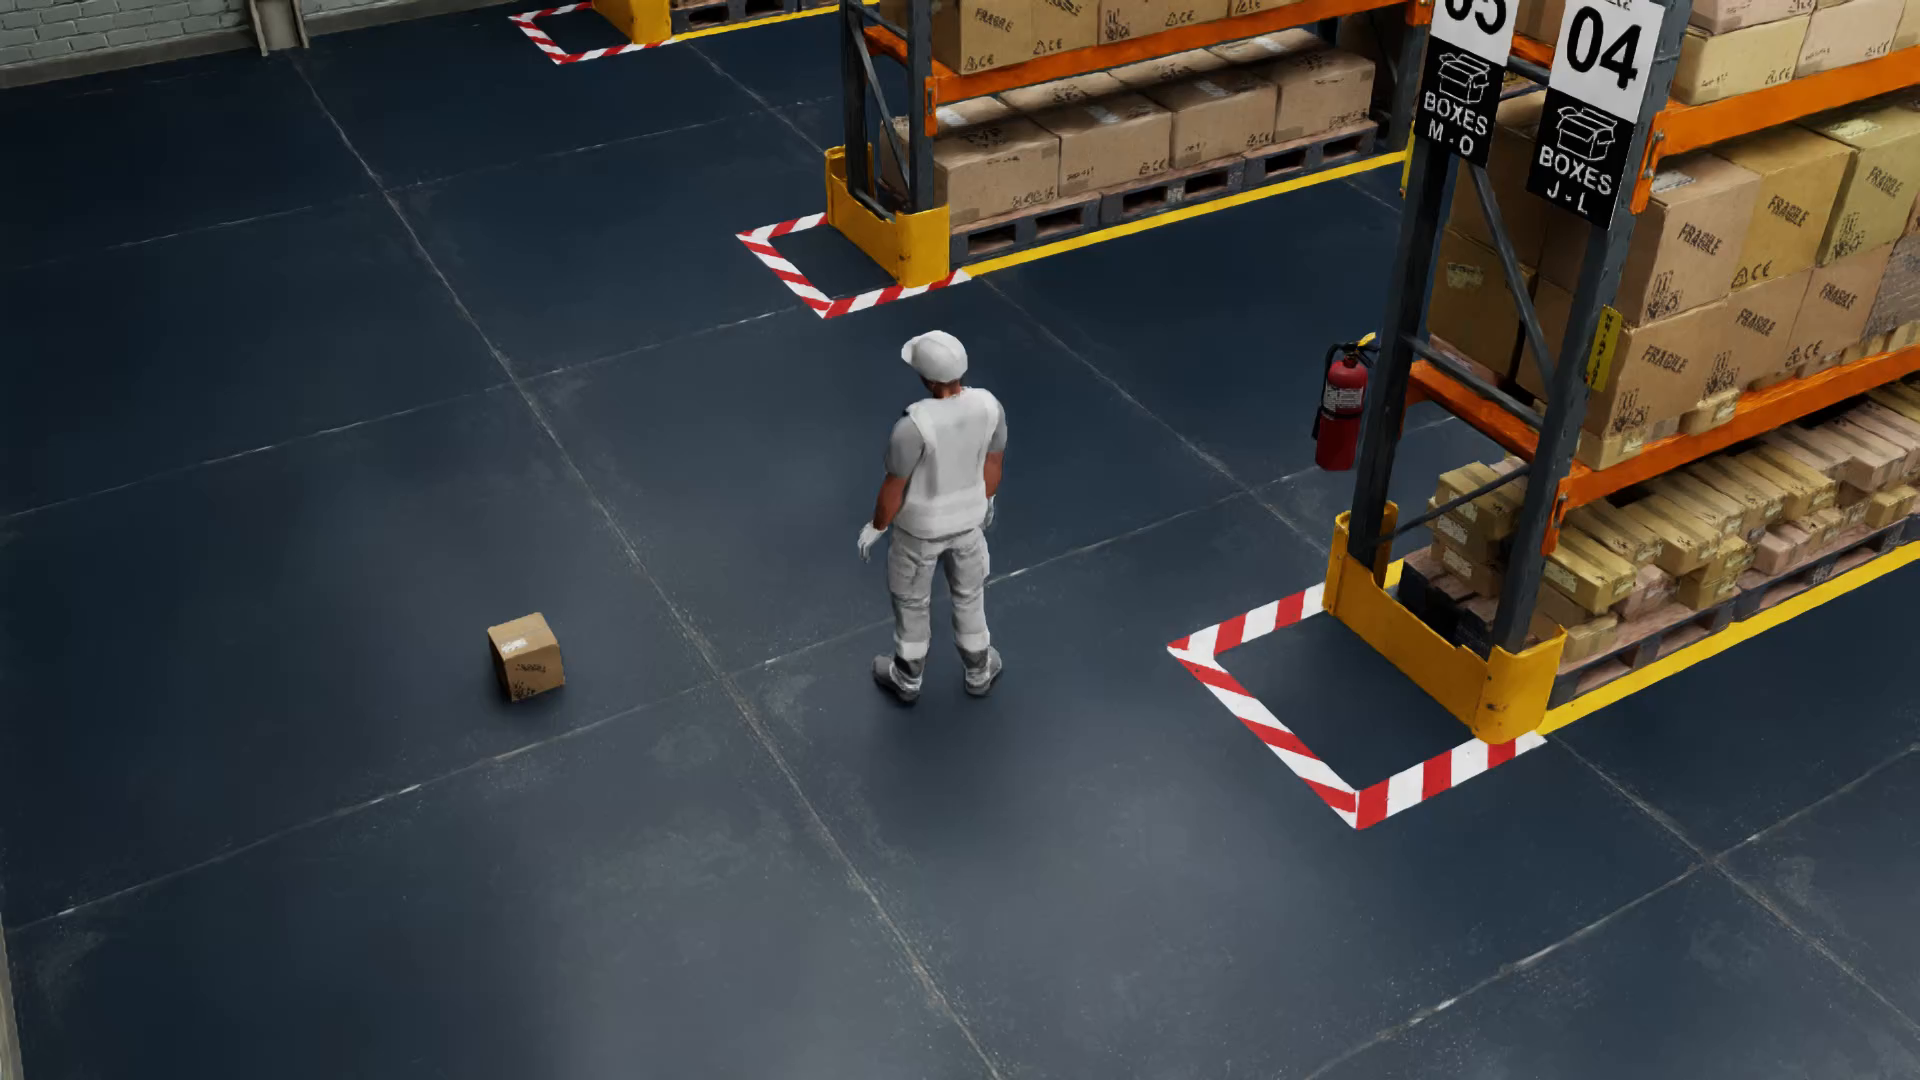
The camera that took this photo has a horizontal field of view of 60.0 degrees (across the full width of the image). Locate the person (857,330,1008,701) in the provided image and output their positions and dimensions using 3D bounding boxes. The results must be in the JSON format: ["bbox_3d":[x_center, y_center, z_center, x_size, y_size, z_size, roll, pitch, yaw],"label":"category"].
[{"bbox_3d":[-0.118,-0.088,6.973,0.665,1.792,0.418,-18,40,-23],"label":"person"}]
